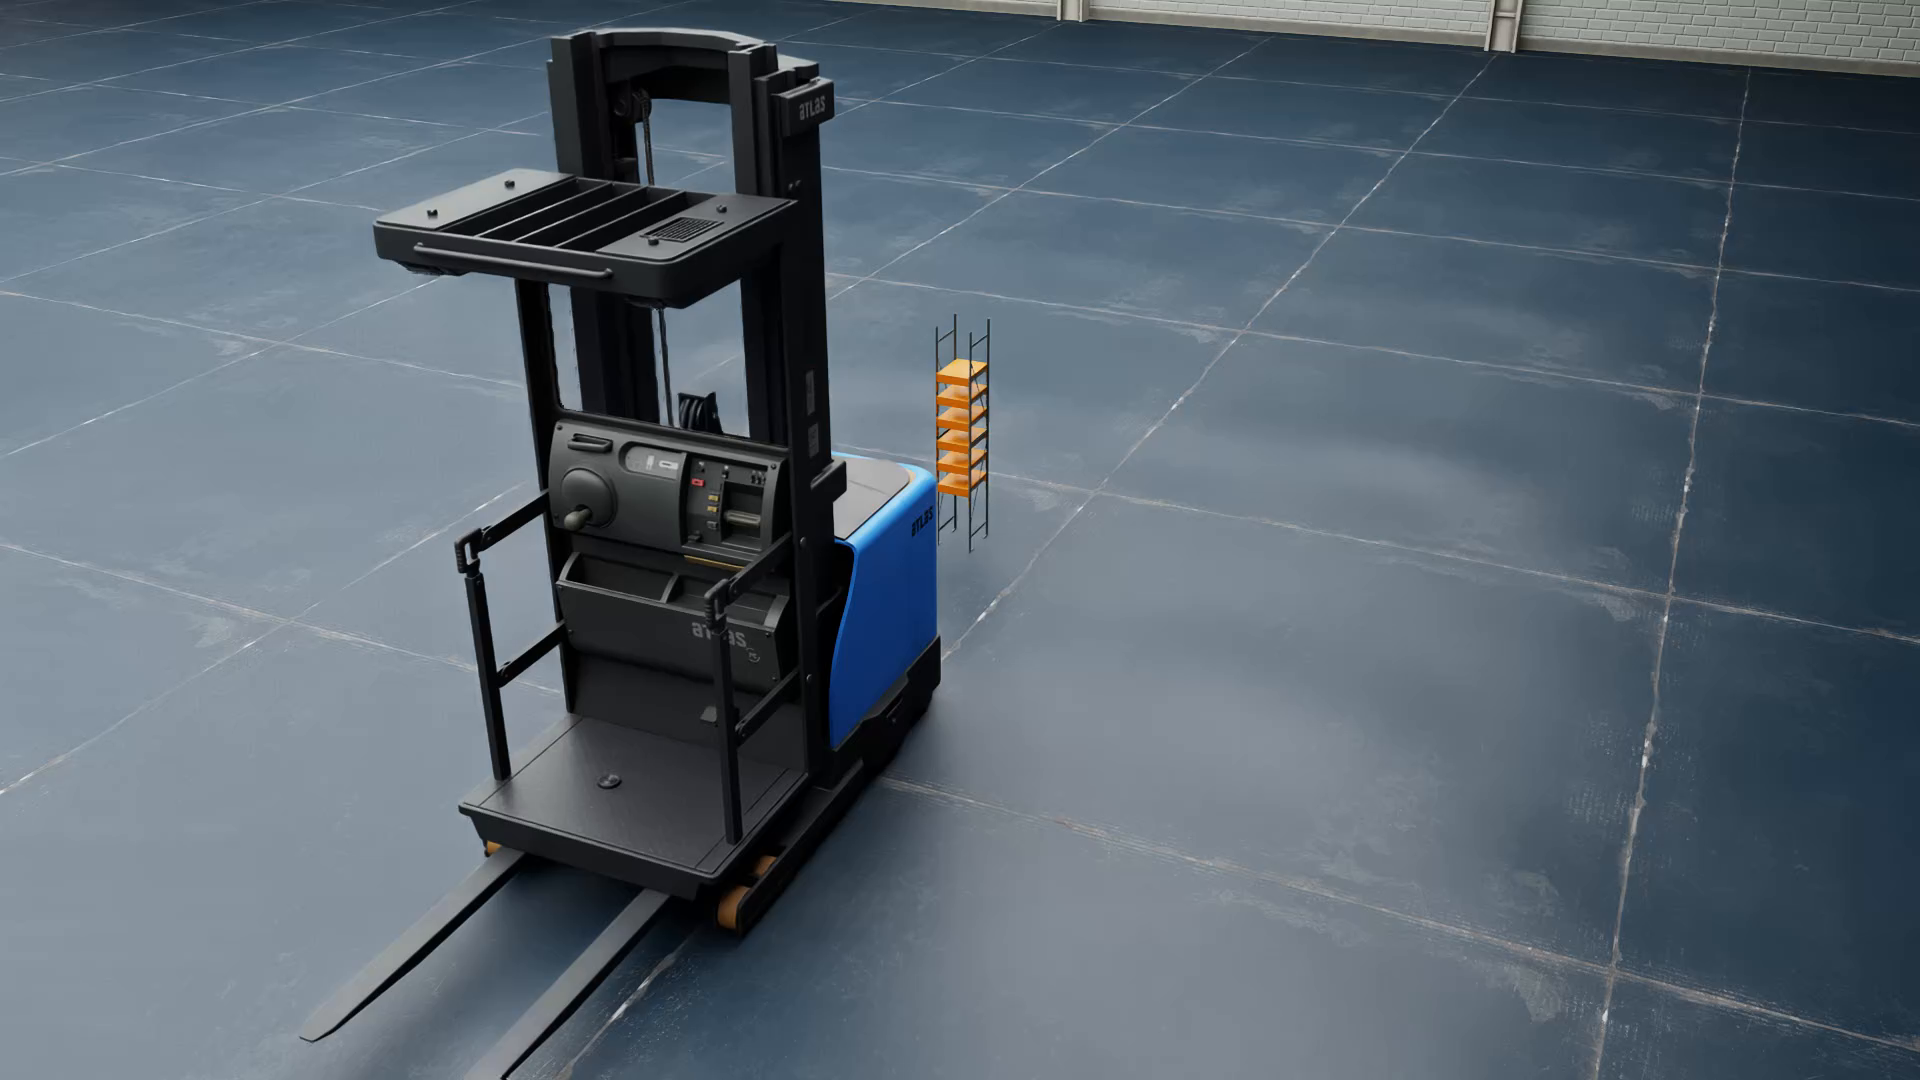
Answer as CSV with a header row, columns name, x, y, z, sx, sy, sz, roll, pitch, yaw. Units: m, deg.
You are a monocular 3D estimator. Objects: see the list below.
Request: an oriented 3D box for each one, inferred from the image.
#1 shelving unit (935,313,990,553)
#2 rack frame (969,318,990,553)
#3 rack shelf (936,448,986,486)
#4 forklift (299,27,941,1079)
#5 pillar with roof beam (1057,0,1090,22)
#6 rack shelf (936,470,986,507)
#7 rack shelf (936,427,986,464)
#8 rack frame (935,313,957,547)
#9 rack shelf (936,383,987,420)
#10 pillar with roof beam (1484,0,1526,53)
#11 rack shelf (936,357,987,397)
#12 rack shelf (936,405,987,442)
name,x,y,z,sx,sy,sz,roll,pitch,yaw
shelving unit,0.013,-0.536,8.480,0.189,1.200,0.258,11,28,22
rack frame,0.096,-0.519,8.446,0.006,1.200,0.240,11,28,22
rack shelf,0.013,-0.388,8.552,0.180,0.103,0.258,11,28,22
forklift,-1.135,-0.138,5.711,1.130,2.935,3.031,11,28,21
pillar with roof beam,-0.144,-9.832,18.533,0.400,9.000,9.100,11,28,22
rack shelf,0.013,-0.280,8.605,0.180,0.103,0.258,11,28,22
rack shelf,0.013,-0.496,8.499,0.180,0.103,0.258,11,28,22
rack frame,-0.070,-0.552,8.514,0.006,1.200,0.240,11,28,22
rack shelf,0.013,-0.711,8.393,0.180,0.103,0.258,11,28,22
pillar with roof beam,5.317,-8.735,16.305,0.400,9.000,9.100,11,28,22
rack shelf,0.013,-0.819,8.340,0.180,0.103,0.258,11,28,22
rack shelf,0.013,-0.603,8.446,0.180,0.103,0.258,11,28,22
